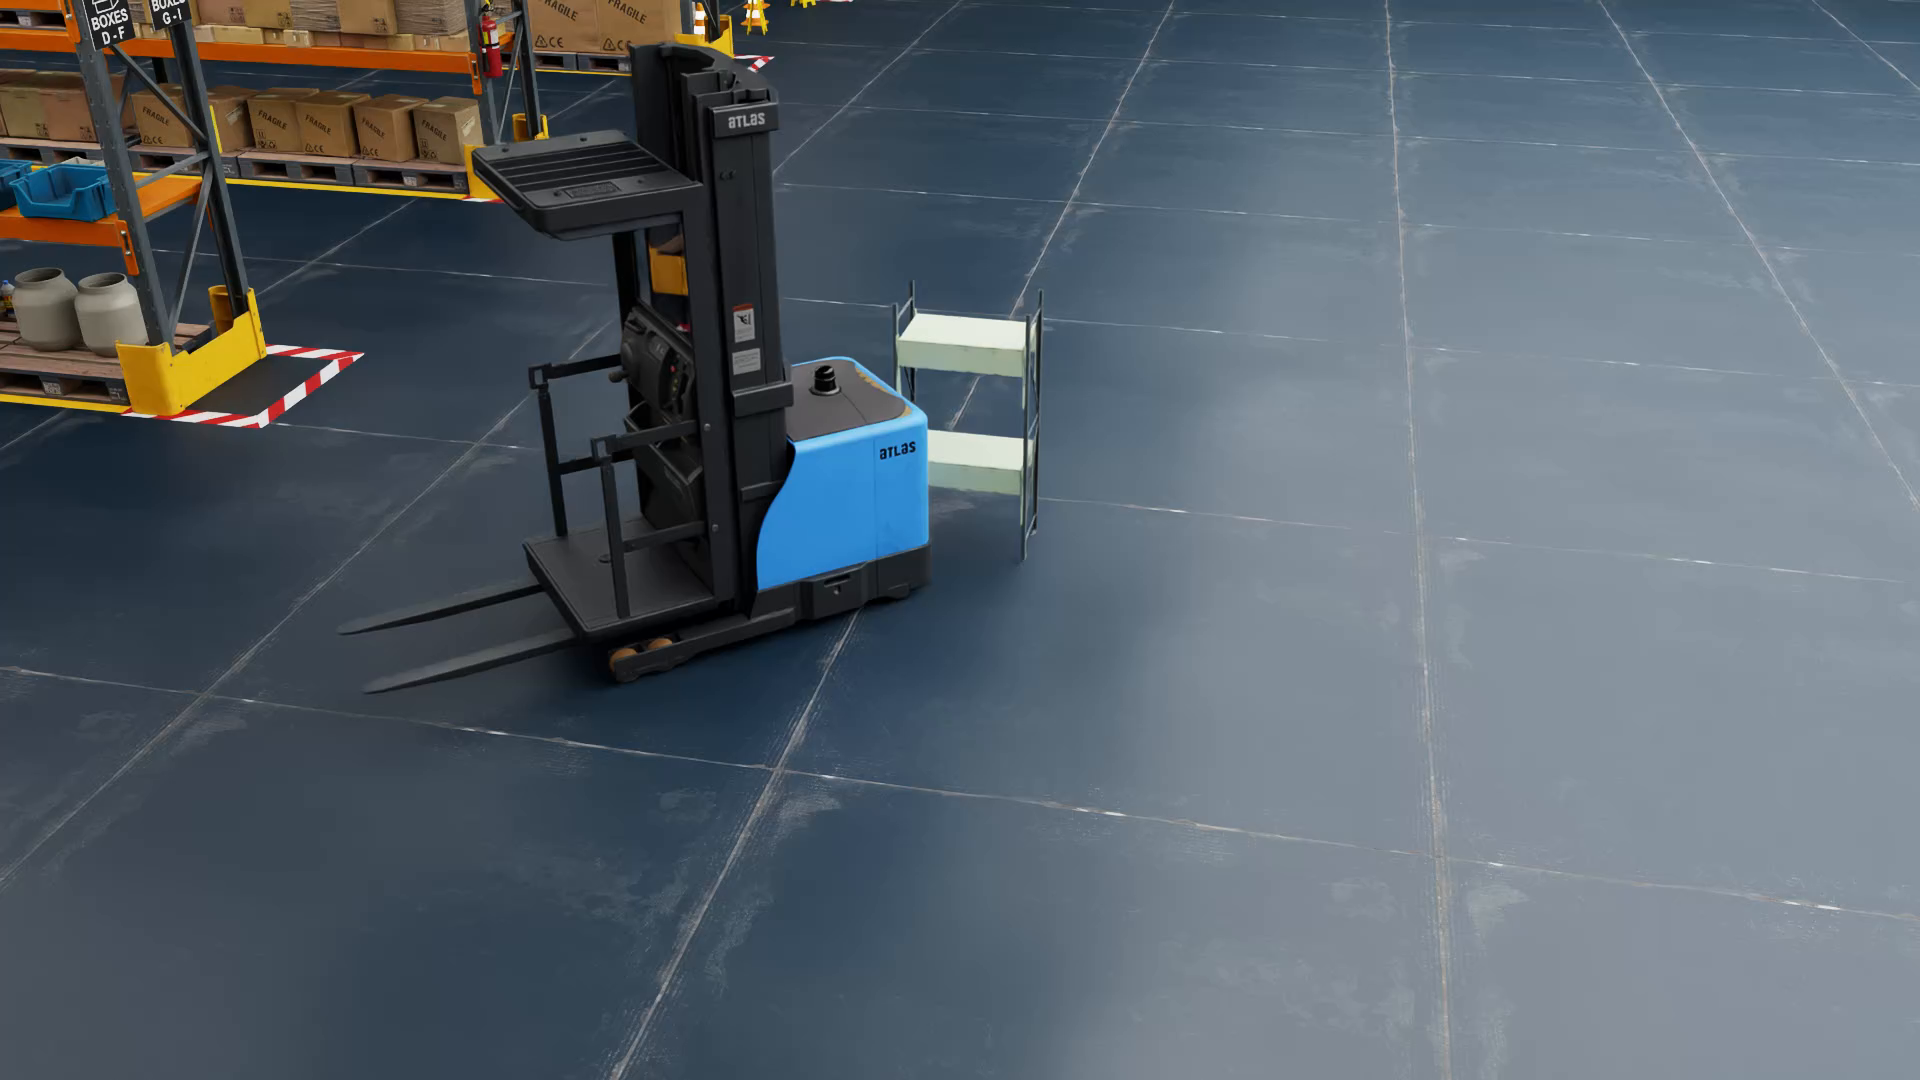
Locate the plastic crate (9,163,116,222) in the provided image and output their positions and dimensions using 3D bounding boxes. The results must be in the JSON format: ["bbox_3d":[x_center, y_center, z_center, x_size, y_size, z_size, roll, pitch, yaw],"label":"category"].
[{"bbox_3d":[-5.846,-2.300,10.983,0.616,0.251,0.499,6,29,11],"label":"plastic crate"}]

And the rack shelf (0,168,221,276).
[{"bbox_3d":[-7.250,-2.341,11.651,4.000,0.370,1.077,6,29,11],"label":"rack shelf"}]

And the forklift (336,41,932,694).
[{"bbox_3d":[-1.693,-0.857,8.263,3.031,2.935,1.130,-15,32,-26],"label":"forklift"}]

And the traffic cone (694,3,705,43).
[{"bbox_3d":[-3.348,-6.708,21.521,0.334,0.463,0.336,6,29,11],"label":"traffic cone"}]

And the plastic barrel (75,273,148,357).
[{"bbox_3d":[-5.953,-1.579,11.664,0.421,0.512,0.421,0,29,0],"label":"plastic barrel"}]

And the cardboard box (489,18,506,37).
[{"bbox_3d":[-4.488,-4.812,15.678,0.250,0.149,0.380,6,29,11],"label":"cardboard box"}]

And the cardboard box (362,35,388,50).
[{"bbox_3d":[-5.322,-4.662,15.403,0.250,0.149,0.380,6,29,11],"label":"cardboard box"}]

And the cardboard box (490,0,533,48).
[{"bbox_3d":[-5.554,-6.570,20.402,0.875,0.875,0.875,6,29,11],"label":"cardboard box"}]

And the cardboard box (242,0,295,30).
[{"bbox_3d":[-6.272,-5.144,15.608,0.500,0.500,0.875,6,29,11],"label":"cardboard box"}]

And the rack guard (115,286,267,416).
[{"bbox_3d":[-5.378,-1.345,11.686,0.348,0.500,1.175,6,29,11],"label":"rack guard"}]

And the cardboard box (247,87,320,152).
[{"bbox_3d":[-6.603,-4.132,16.340,0.500,0.500,0.500,3,29,6],"label":"cardboard box"}]

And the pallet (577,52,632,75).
[{"bbox_3d":[-3.923,-5.921,20.346,1.213,0.211,1.003,6,29,11],"label":"pallet"}]

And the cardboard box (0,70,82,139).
[{"bbox_3d":[-9.230,-4.408,16.822,0.500,0.500,0.700,6,29,10],"label":"cardboard box"}]

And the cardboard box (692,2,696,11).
[{"bbox_3d":[-3.893,-7.368,23.053,0.250,0.149,0.380,23,36,36],"label":"cardboard box"}]

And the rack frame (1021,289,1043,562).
[{"bbox_3d":[0.404,-0.627,9.333,0.023,1.500,0.400,6,29,11],"label":"rack frame"}]

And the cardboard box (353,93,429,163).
[{"bbox_3d":[-5.459,-3.984,16.069,0.500,0.500,0.500,14,32,24],"label":"cardboard box"}]

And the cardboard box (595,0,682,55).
[{"bbox_3d":[-3.802,-6.390,20.074,0.875,0.875,0.875,6,29,11],"label":"cardboard box"}]

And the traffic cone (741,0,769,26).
[{"bbox_3d":[-2.779,-7.205,22.429,0.334,0.463,0.336,6,29,11],"label":"traffic cone"}]

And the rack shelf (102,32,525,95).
[{"bbox_3d":[-6.215,-4.667,15.900,4.000,0.370,1.077,6,29,11],"label":"rack shelf"}]

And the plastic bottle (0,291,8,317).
[{"bbox_3d":[-7.103,-1.760,12.297,0.097,0.201,0.097,0,29,0],"label":"plastic bottle"}]

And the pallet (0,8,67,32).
[{"bbox_3d":[-8.888,-5.244,16.404,1.213,0.211,1.003,6,29,11],"label":"pallet"}]

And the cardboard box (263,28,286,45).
[{"bbox_3d":[-6.300,-4.762,15.586,0.250,0.149,0.380,6,29,11],"label":"cardboard box"}]

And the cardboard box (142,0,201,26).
[{"bbox_3d":[-7.263,-5.216,15.741,0.500,0.500,0.875,6,29,11],"label":"cardboard box"}]

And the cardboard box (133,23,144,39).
[{"bbox_3d":[-7.782,-4.879,15.799,0.250,0.149,0.380,6,29,11],"label":"cardboard box"}]

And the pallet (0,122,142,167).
[{"bbox_3d":[-8.933,-4.037,16.904,1.213,0.211,1.003,6,29,11],"label":"pallet"}]

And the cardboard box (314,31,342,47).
[{"bbox_3d":[-5.807,-4.721,15.511,0.250,0.149,0.380,6,29,11],"label":"cardboard box"}]

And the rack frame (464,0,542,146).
[{"bbox_3d":[-4.260,-4.782,15.361,0.127,3.000,1.000,6,29,11],"label":"rack frame"}]

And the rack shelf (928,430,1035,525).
[{"bbox_3d":[0.047,-0.380,9.561,0.720,0.370,0.431,6,29,11],"label":"rack shelf"}]

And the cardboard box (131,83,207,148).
[{"bbox_3d":[-7.789,-4.212,16.485,0.500,0.500,0.500,5,29,9],"label":"cardboard box"}]

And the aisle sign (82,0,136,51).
[{"bbox_3d":[-5.286,-3.449,10.220,0.004,0.787,0.394,6,29,11],"label":"aisle sign"}]

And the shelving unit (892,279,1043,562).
[{"bbox_3d":[0.047,-0.666,9.404,0.755,1.500,0.431,6,29,11],"label":"shelving unit"}]

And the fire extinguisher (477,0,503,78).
[{"bbox_3d":[-4.244,-4.520,14.963,0.183,0.674,0.296,6,29,11],"label":"fire extinguisher"}]

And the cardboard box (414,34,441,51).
[{"bbox_3d":[-4.826,-4.629,15.342,0.250,0.149,0.380,6,29,11],"label":"cardboard box"}]

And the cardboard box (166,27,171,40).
[{"bbox_3d":[-7.285,-4.846,15.740,0.250,0.149,0.380,6,29,11],"label":"cardboard box"}]

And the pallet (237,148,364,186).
[{"bbox_3d":[-6.310,-3.788,16.449,1.213,0.211,1.003,6,29,11],"label":"pallet"}]

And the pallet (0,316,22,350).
[{"bbox_3d":[-7.361,-1.425,12.134,1.213,0.211,1.003,6,29,11],"label":"pallet"}]

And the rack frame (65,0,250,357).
[{"bbox_3d":[-5.294,-2.456,11.112,0.127,3.000,1.000,6,29,11],"label":"rack frame"}]

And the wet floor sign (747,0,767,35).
[{"bbox_3d":[-2.683,-6.995,21.855,0.232,0.644,0.267,1,29,2],"label":"wet floor sign"}]

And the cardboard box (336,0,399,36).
[{"bbox_3d":[-5.306,-5.018,15.378,0.500,0.500,0.875,6,29,11],"label":"cardboard box"}]

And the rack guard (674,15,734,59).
[{"bbox_3d":[-3.101,-6.002,20.193,0.348,0.500,1.175,6,29,11],"label":"rack guard"}]

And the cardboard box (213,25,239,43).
[{"bbox_3d":[-6.796,-4.796,15.648,0.250,0.149,0.380,6,29,11],"label":"cardboard box"}]
